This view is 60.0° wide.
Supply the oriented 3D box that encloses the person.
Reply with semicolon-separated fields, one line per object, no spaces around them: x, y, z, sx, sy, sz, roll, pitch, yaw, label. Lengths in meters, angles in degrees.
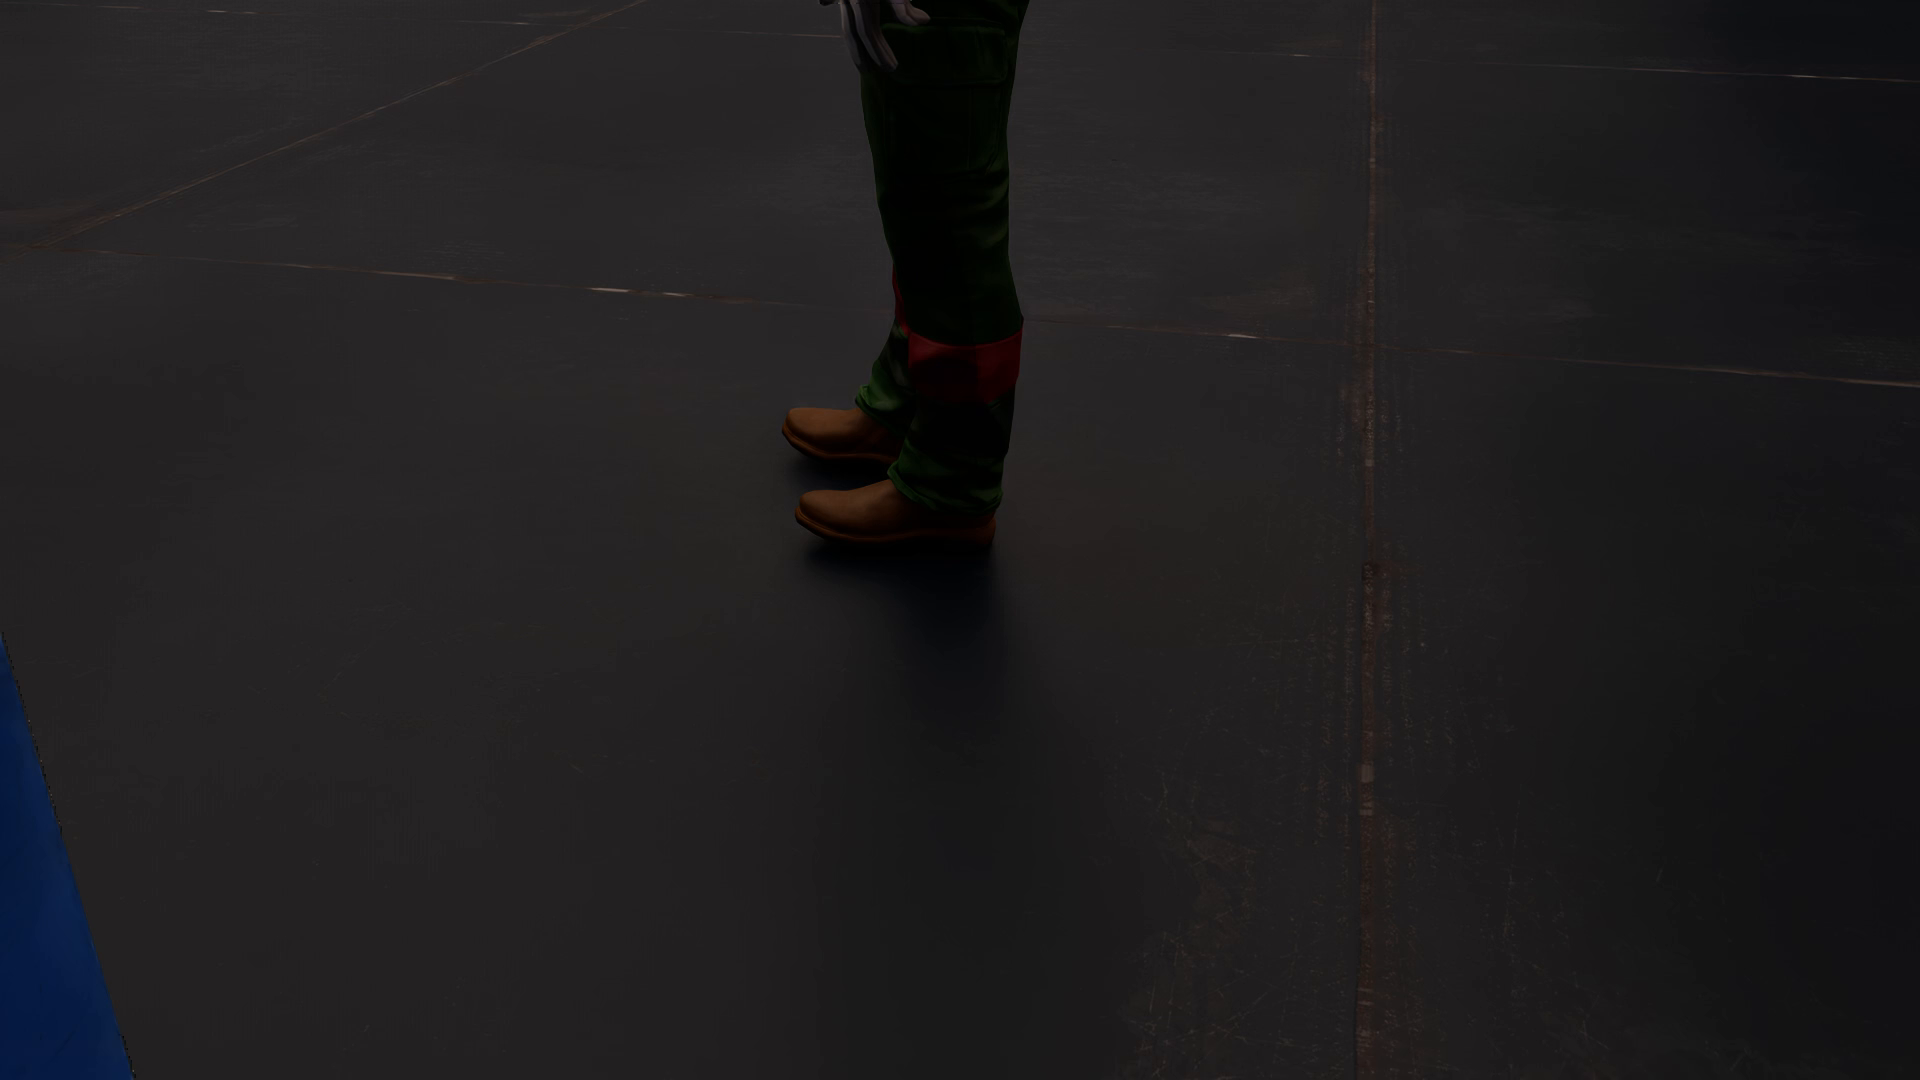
-0.077;-0.817;2.119;0.562;1.789;0.638;6;27;11;person
